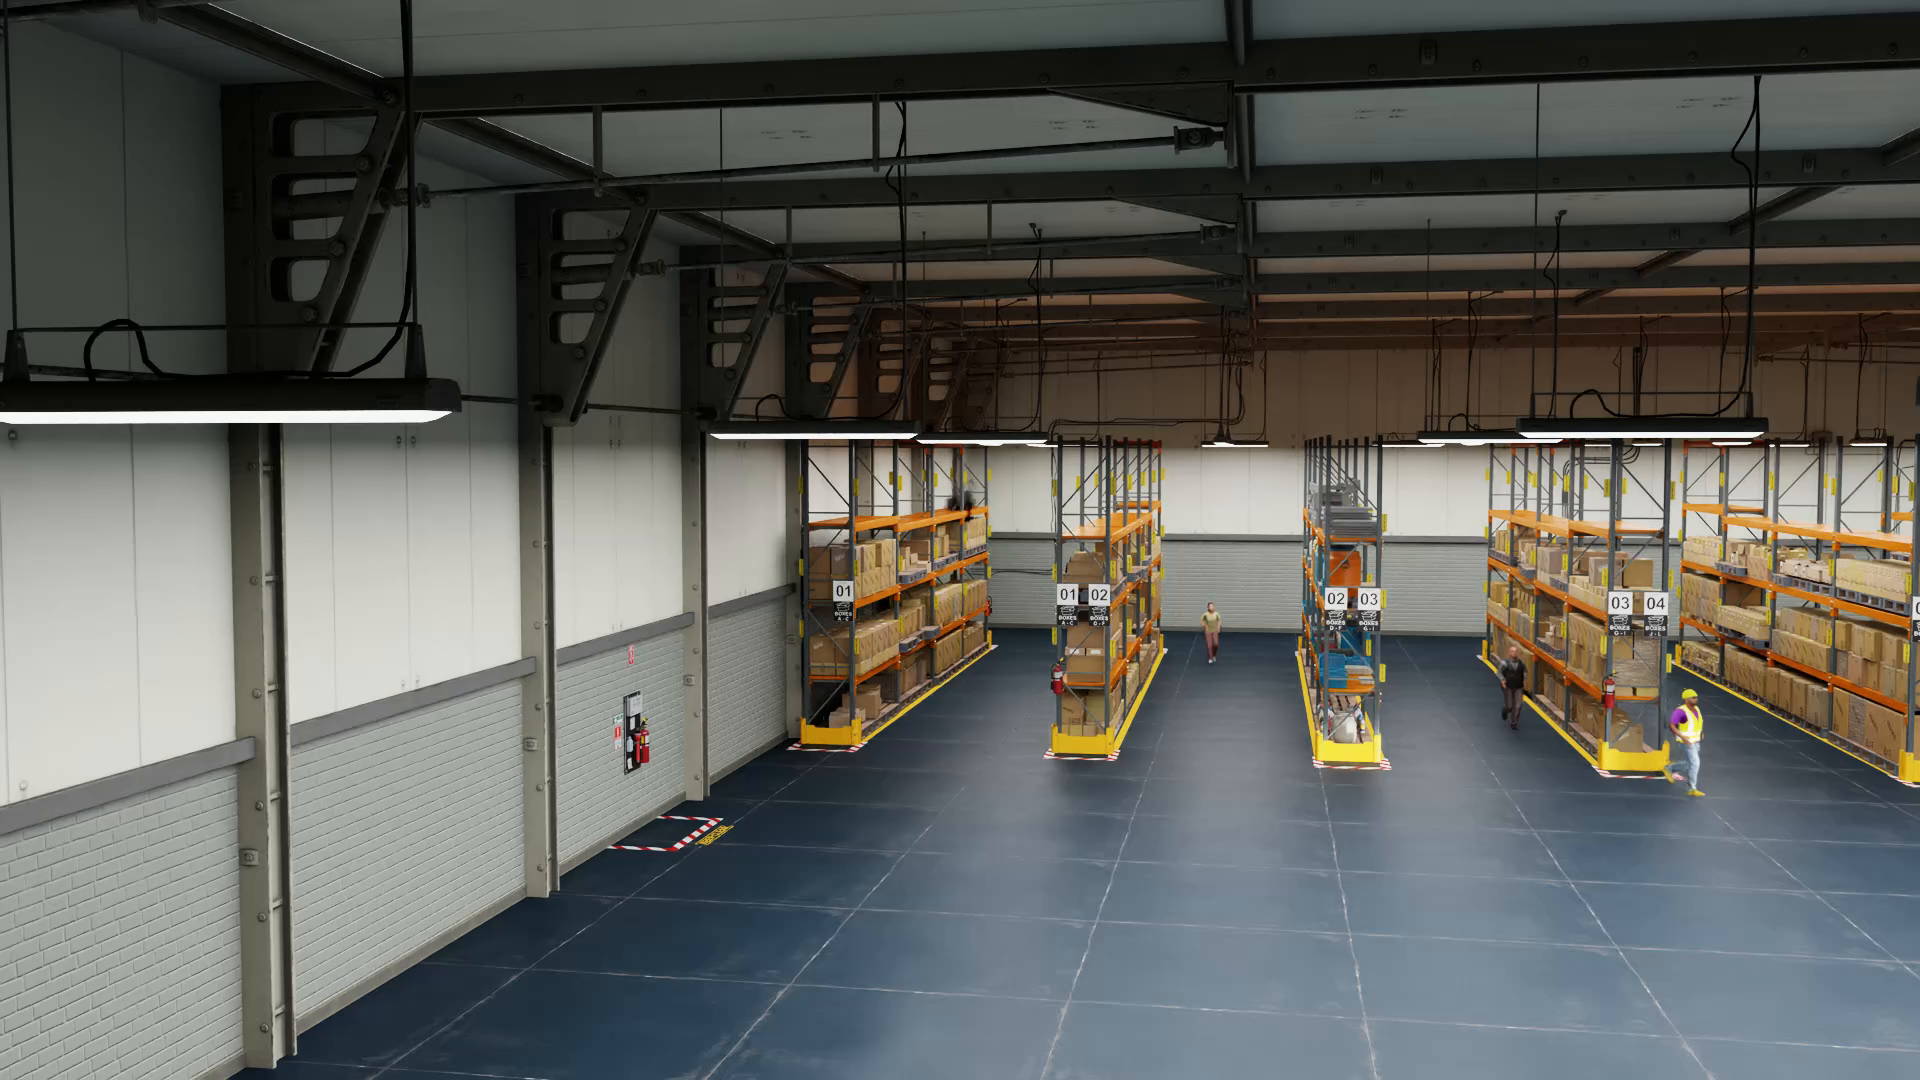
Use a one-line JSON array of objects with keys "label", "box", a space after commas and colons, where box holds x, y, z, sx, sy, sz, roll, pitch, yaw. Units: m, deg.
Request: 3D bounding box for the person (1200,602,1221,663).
[{"label": "person", "box": [6.725, 2.487, 44.555, 0.588, 1.633, 0.557, 0, 3, 1]}]

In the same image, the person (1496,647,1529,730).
[{"label": "person", "box": [11.361, 3.038, 34.146, 0.658, 1.681, 0.643, 0, 3, 4]}]

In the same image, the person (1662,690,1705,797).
[{"label": "person", "box": [12.062, 3.347, 27.691, 0.695, 1.755, 0.784, -2, 4, -36]}]
